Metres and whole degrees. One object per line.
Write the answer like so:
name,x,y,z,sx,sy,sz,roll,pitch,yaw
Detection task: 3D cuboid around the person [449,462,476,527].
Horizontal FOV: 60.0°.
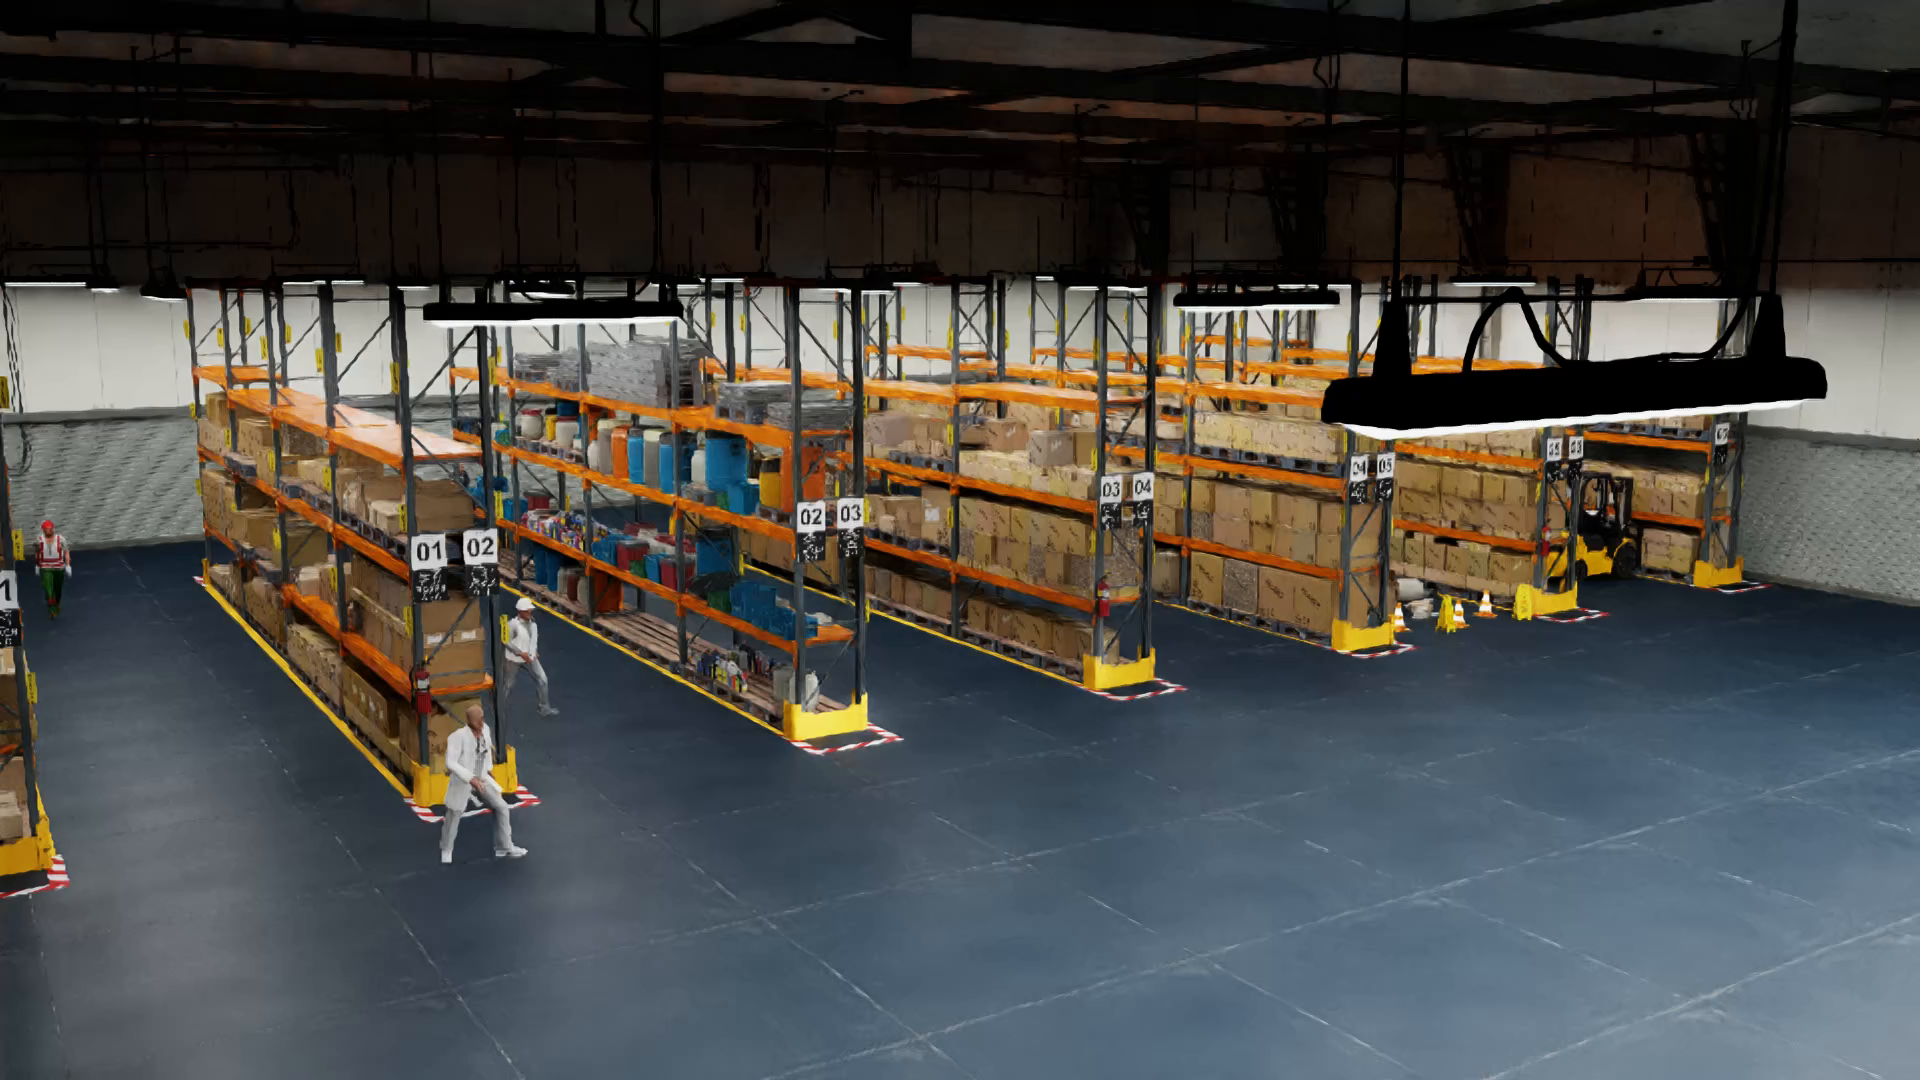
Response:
person,-11.751,-1.026,39.084,0.564,1.643,1.088,-8,13,-41

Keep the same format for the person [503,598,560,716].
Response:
person,-6.111,1.624,23.179,0.844,1.713,0.682,8,13,40

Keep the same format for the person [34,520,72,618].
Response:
person,-16.271,0.496,29.839,0.565,1.736,1.044,-6,11,-33

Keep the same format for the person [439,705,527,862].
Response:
person,-5.161,2.560,17.585,0.869,1.719,0.735,8,12,39
